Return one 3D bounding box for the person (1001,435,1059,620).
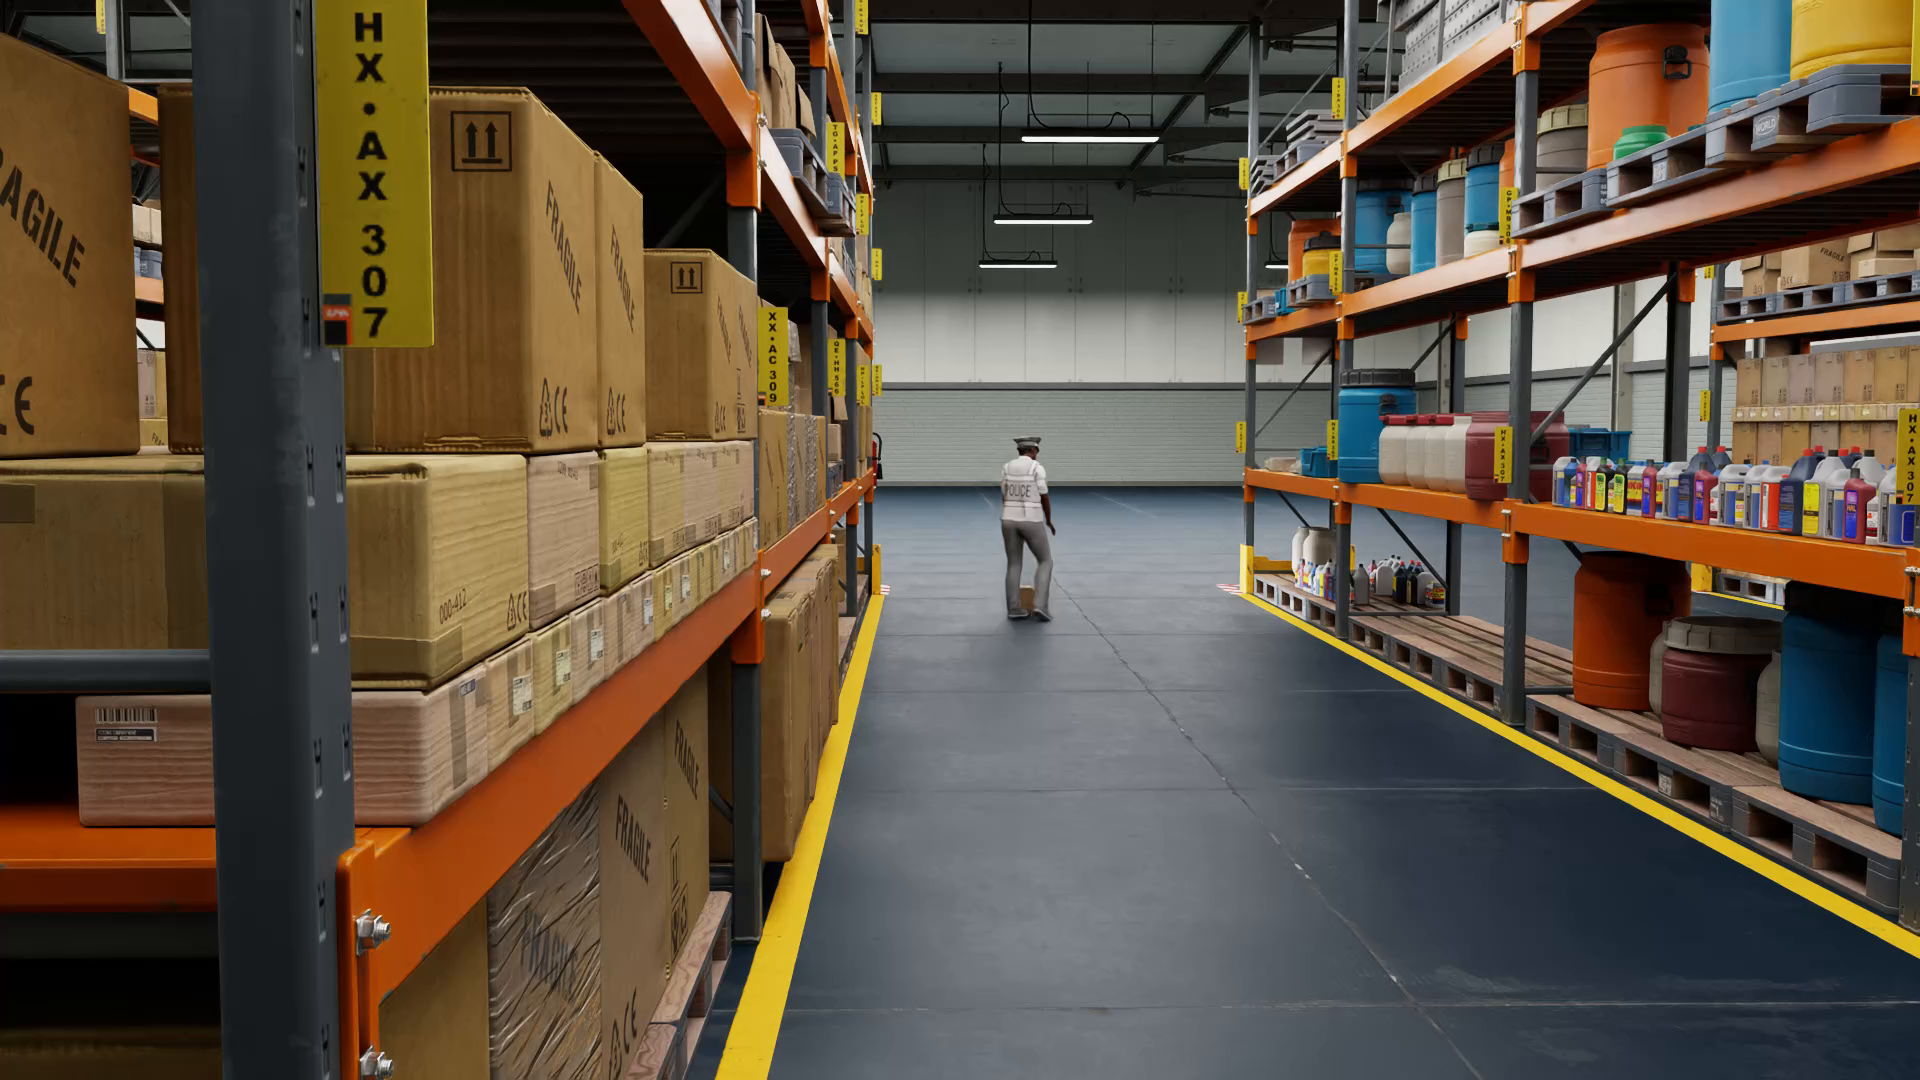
[{"bbox_3d":[0.620,-0.091,15.065,0.483,1.716,0.439,2,4,25],"label":"person"}]
